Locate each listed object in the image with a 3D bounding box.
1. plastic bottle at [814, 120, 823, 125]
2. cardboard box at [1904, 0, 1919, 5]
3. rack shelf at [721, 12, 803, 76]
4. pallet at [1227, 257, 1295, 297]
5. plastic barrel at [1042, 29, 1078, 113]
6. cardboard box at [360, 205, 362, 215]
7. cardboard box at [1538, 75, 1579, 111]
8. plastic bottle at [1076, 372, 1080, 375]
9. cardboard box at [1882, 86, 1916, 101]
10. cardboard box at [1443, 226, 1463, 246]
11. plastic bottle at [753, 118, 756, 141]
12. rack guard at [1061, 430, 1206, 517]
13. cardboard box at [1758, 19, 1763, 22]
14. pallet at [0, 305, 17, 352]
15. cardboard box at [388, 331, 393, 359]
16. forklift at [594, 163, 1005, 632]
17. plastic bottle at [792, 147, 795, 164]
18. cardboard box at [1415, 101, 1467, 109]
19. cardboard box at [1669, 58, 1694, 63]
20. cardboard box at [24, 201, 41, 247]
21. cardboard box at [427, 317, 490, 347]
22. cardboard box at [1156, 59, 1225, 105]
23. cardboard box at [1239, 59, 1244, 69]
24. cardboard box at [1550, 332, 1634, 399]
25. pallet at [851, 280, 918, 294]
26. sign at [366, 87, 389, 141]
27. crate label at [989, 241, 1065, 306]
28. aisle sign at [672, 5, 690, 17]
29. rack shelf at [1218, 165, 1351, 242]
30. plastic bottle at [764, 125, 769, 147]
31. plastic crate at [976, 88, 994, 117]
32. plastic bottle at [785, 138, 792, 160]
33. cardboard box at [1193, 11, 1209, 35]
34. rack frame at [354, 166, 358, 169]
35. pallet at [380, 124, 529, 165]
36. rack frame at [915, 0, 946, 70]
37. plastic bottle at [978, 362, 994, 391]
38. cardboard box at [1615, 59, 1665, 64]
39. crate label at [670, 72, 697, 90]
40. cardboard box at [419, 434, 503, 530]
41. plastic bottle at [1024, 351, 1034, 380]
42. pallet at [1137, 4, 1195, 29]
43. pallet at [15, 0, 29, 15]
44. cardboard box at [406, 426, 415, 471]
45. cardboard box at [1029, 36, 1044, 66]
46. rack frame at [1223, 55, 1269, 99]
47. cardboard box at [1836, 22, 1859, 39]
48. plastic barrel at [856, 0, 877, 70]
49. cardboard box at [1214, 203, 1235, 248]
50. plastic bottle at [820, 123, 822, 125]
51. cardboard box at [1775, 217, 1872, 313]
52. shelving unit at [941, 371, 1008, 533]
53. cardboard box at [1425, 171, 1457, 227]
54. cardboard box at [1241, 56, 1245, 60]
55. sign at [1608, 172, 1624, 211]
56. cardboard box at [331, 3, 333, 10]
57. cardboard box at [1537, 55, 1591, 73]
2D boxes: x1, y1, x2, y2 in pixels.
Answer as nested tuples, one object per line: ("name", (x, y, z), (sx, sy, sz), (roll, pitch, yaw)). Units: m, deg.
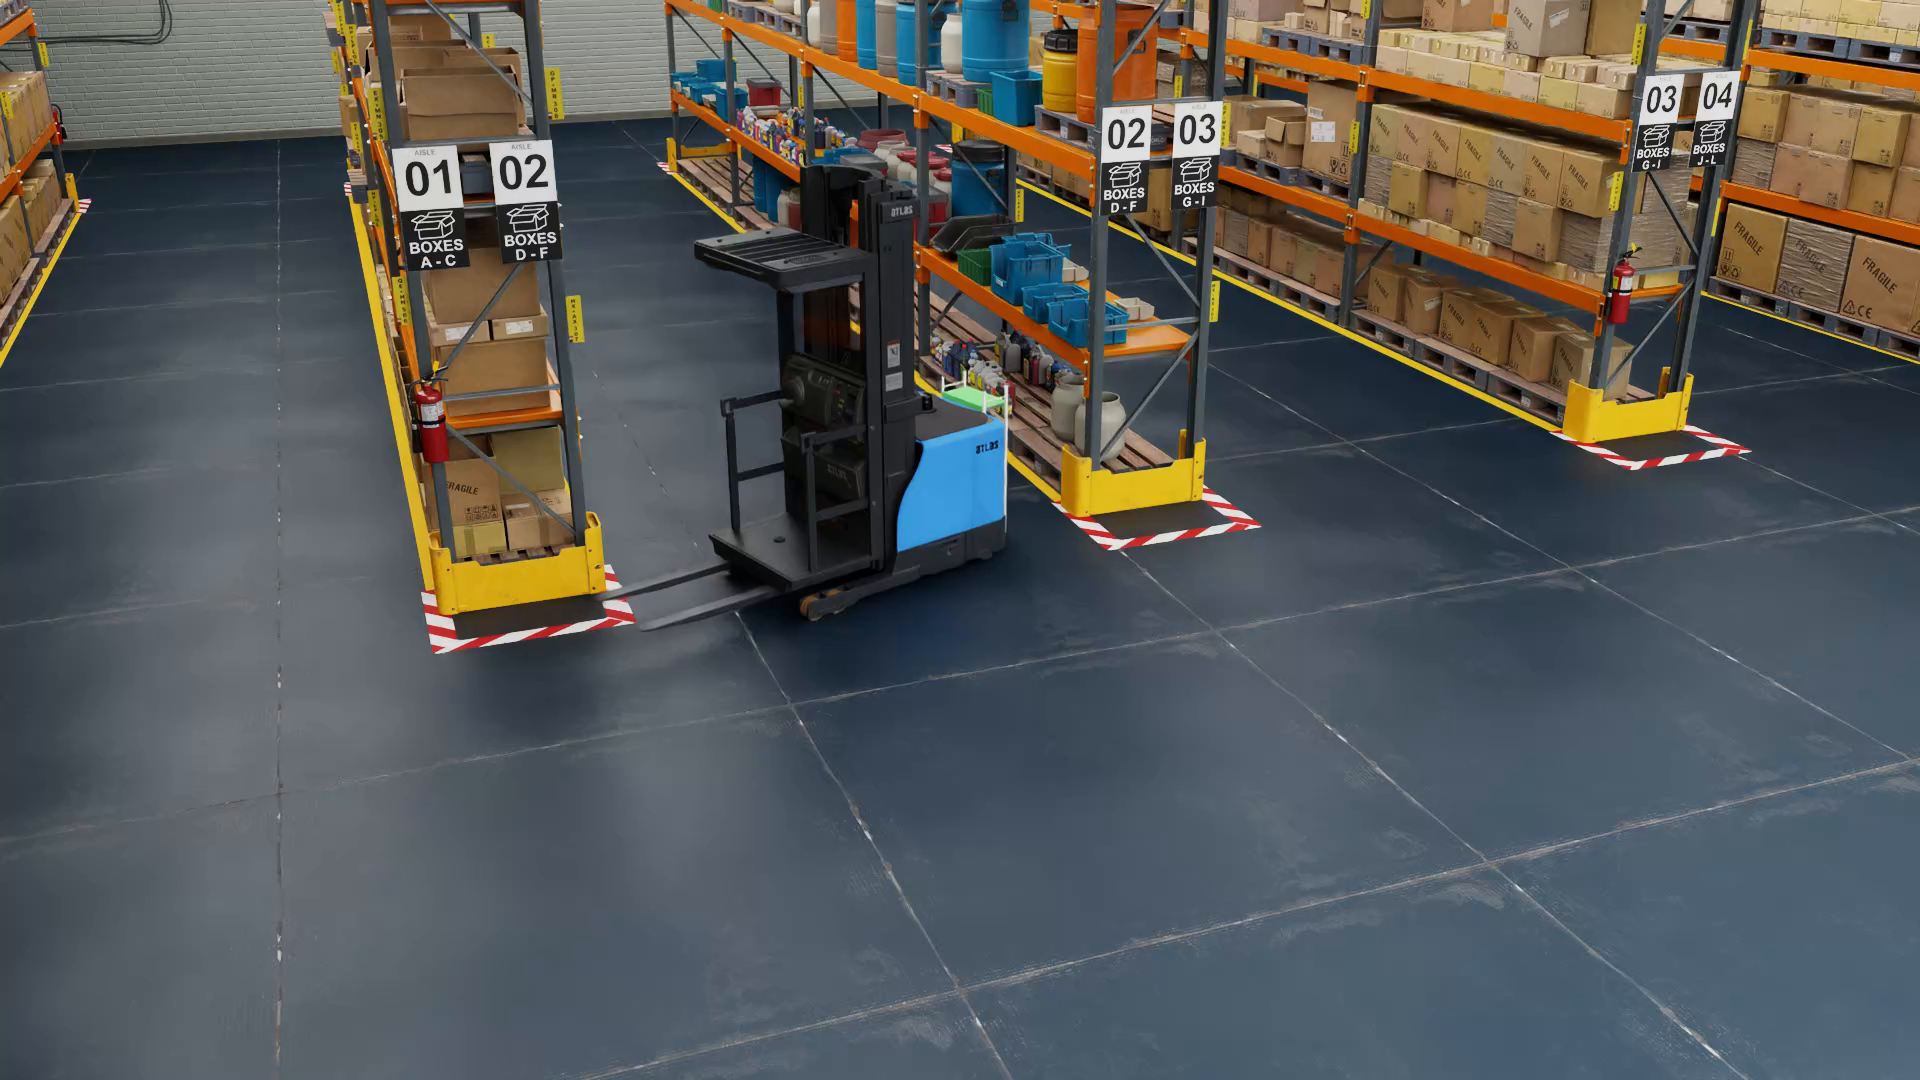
("plastic bottle", (-1.882, -5.434, 22.064), (0.152, 0.276, 0.135), (-8, 24, -19))
("cardboard box", (9.813, -5.506, 16.840), (0.380, 0.149, 0.250), (-8, 24, -19))
("rack shelf", (-2.053, -6.363, 21.173), (1.077, 0.370, 4.000), (-8, 24, -19))
("pallet", (3.989, -3.254, 20.322), (1.003, 0.211, 1.213), (-8, 24, -19))
("plastic barrel", (0.958, -3.738, 13.236), (0.600, 0.588, 0.600), (0, 23, 0))
("cardboard box", (-8.051, -4.546, 22.902), (0.380, 0.149, 0.250), (-8, 24, -19))
("cardboard box", (5.526, -3.993, 14.817), (0.500, 0.250, 0.500), (-8, 24, -19))
("plastic bottle", (1.067, -1.416, 15.303), (0.061, 0.283, 0.133), (-8, 24, -18))
("cardboard box", (13.054, -6.243, 22.772), (0.500, 0.500, 0.500), (-9, 25, -21))
("cardboard box", (5.037, -3.034, 16.533), (0.380, 0.149, 0.250), (-8, 24, -19))
("plastic bottle", (-2.716, -5.471, 22.142), (0.061, 0.283, 0.133), (-8, 24, -19))
("rack guard", (1.408, -0.548, 13.531), (1.175, 0.500, 0.348), (-8, 24, -19))
("cardboard box", (14.812, -9.881, 31.300), (0.500, 0.500, 0.500), (-8, 24, -18))
("pallet", (-10.823, -2.238, 17.913), (1.003, 0.211, 1.213), (-8, 24, -19))
("cardboard box", (-5.523, -2.046, 16.867), (0.500, 0.250, 0.500), (-8, 24, -18))
("forklift", (-1.119, -1.020, 11.520), (3.031, 2.935, 1.130), (-18, 29, -36))
("plastic bottle", (-2.029, -4.746, 20.529), (0.097, 0.201, 0.097), (0, 23, 0))
("cardboard box", (5.116, -4.330, 17.486), (0.500, 0.500, 0.500), (-8, 24, -19))
("cardboard box", (11.581, -7.485, 26.320), (0.500, 0.250, 0.500), (-9, 25, -21))
("cardboard box", (-12.197, -4.007, 21.197), (0.700, 0.500, 0.500), (-8, 24, -18))
("cardboard box", (-3.469, -1.458, 11.508), (0.380, 0.149, 0.250), (-9, 24, -20))
("cardboard box", (3.044, -6.042, 21.926), (0.797, 0.503, 0.637), (-7, 24, -17))
("cardboard box", (5.118, -8.346, 29.136), (0.380, 0.149, 0.250), (-9, 24, -20))
("cardboard box", (5.908, -1.629, 15.555), (0.500, 0.500, 0.500), (-4, 23, -9))
("pallet", (-1.110, -3.014, 19.753), (1.003, 0.211, 1.213), (-8, 24, -19))
("sign", (-3.669, -2.685, 10.482), (0.100, 0.325, 0.005), (-8, 24, -19))
("crate label", (0.576, -2.327, 14.487), (0.502, 0.435, 0.616), (-8, 24, -19))
("aisle sign", (-4.476, -8.676, 26.249), (0.394, 0.787, 0.004), (-8, 24, -19))
("rack shelf", (3.993, -4.207, 19.920), (1.077, 0.370, 4.000), (-8, 24, -19))
("plastic bottle", (-2.494, -5.258, 21.651), (0.097, 0.271, 0.097), (0, 23, 0))
("plastic crate", (0.369, -3.806, 14.453), (0.336, 0.188, 0.450), (-8, 24, -19))
("plastic bottle", (-2.132, -4.885, 20.767), (0.097, 0.271, 0.097), (0, 23, 0))
("cardboard box", (3.215, -6.373, 20.463), (0.500, 0.250, 0.500), (-8, 24, -18))
("rack frame", (-8.808, -6.814, 25.179), (1.000, 3.000, 0.127), (-8, 24, -19))
("pallet", (-3.816, -3.047, 12.492), (1.003, 0.211, 1.213), (-8, 24, -19))
("rack frame", (0.066, -5.897, 15.278), (1.000, 3.000, 0.127), (-8, 24, -19))
("plastic bottle", (0.246, -1.474, 15.352), (0.144, 0.351, 0.185), (-7, 24, -17))
("cardboard box", (6.026, -4.170, 14.722), (0.380, 0.149, 0.250), (-9, 24, -20))
("crate label", (-4.394, -7.308, 26.489), (0.416, 0.233, 0.303), (-8, 24, -19))
("cardboard box", (-3.624, -0.427, 12.058), (0.500, 0.500, 0.500), (-8, 24, -19))
("plastic bottle", (0.658, -1.679, 15.925), (0.061, 0.283, 0.133), (-8, 24, -19))
("pallet", (3.010, -6.787, 21.496), (1.213, 0.211, 1.003), (-7, 24, -17))
("pallet", (-13.170, -7.207, 22.362), (1.003, 0.211, 1.213), (-8, 24, -19))
("cardboard box", (-4.345, -0.806, 13.923), (0.500, 0.250, 0.500), (-8, 24, -19))
("cardboard box", (1.288, -7.445, 25.521), (0.500, 0.500, 0.500), (-8, 24, -18))
("rack frame", (5.136, -8.816, 29.928), (1.000, 3.000, 0.127), (-8, 24, -19))
("cardboard box", (9.547, -5.414, 17.648), (0.380, 0.149, 0.250), (-9, 24, -20))
("plastic barrel", (-0.779, -5.376, 17.259), (0.600, 0.901, 0.708), (-8, 24, -19))
("cardboard box", (3.542, -4.076, 21.333), (0.700, 0.500, 0.500), (-10, 25, -22))
("plastic bottle", (-1.825, -5.337, 21.839), (0.097, 0.271, 0.097), (0, 23, 0))
("cardboard box", (9.854, -3.105, 18.574), (0.875, 0.875, 0.875), (-8, 24, -19))
("shelving unit", (0.108, -0.657, 12.888), (0.258, 1.200, 0.503), (-18, 29, -36))
("cardboard box", (5.215, -3.469, 16.730), (0.875, 0.500, 0.500), (-8, 24, -19))
("cardboard box", (5.249, -8.607, 28.921), (0.500, 0.500, 0.500), (-8, 24, -19))
("sign", (5.586, -2.969, 14.158), (0.100, 0.325, 0.005), (-8, 24, -19))
("cardboard box", (-8.522, -7.541, 23.234), (0.500, 0.250, 0.500), (-8, 24, -19))
("cardboard box", (5.460, -4.304, 15.040), (0.380, 0.149, 0.250), (-8, 24, -18))
